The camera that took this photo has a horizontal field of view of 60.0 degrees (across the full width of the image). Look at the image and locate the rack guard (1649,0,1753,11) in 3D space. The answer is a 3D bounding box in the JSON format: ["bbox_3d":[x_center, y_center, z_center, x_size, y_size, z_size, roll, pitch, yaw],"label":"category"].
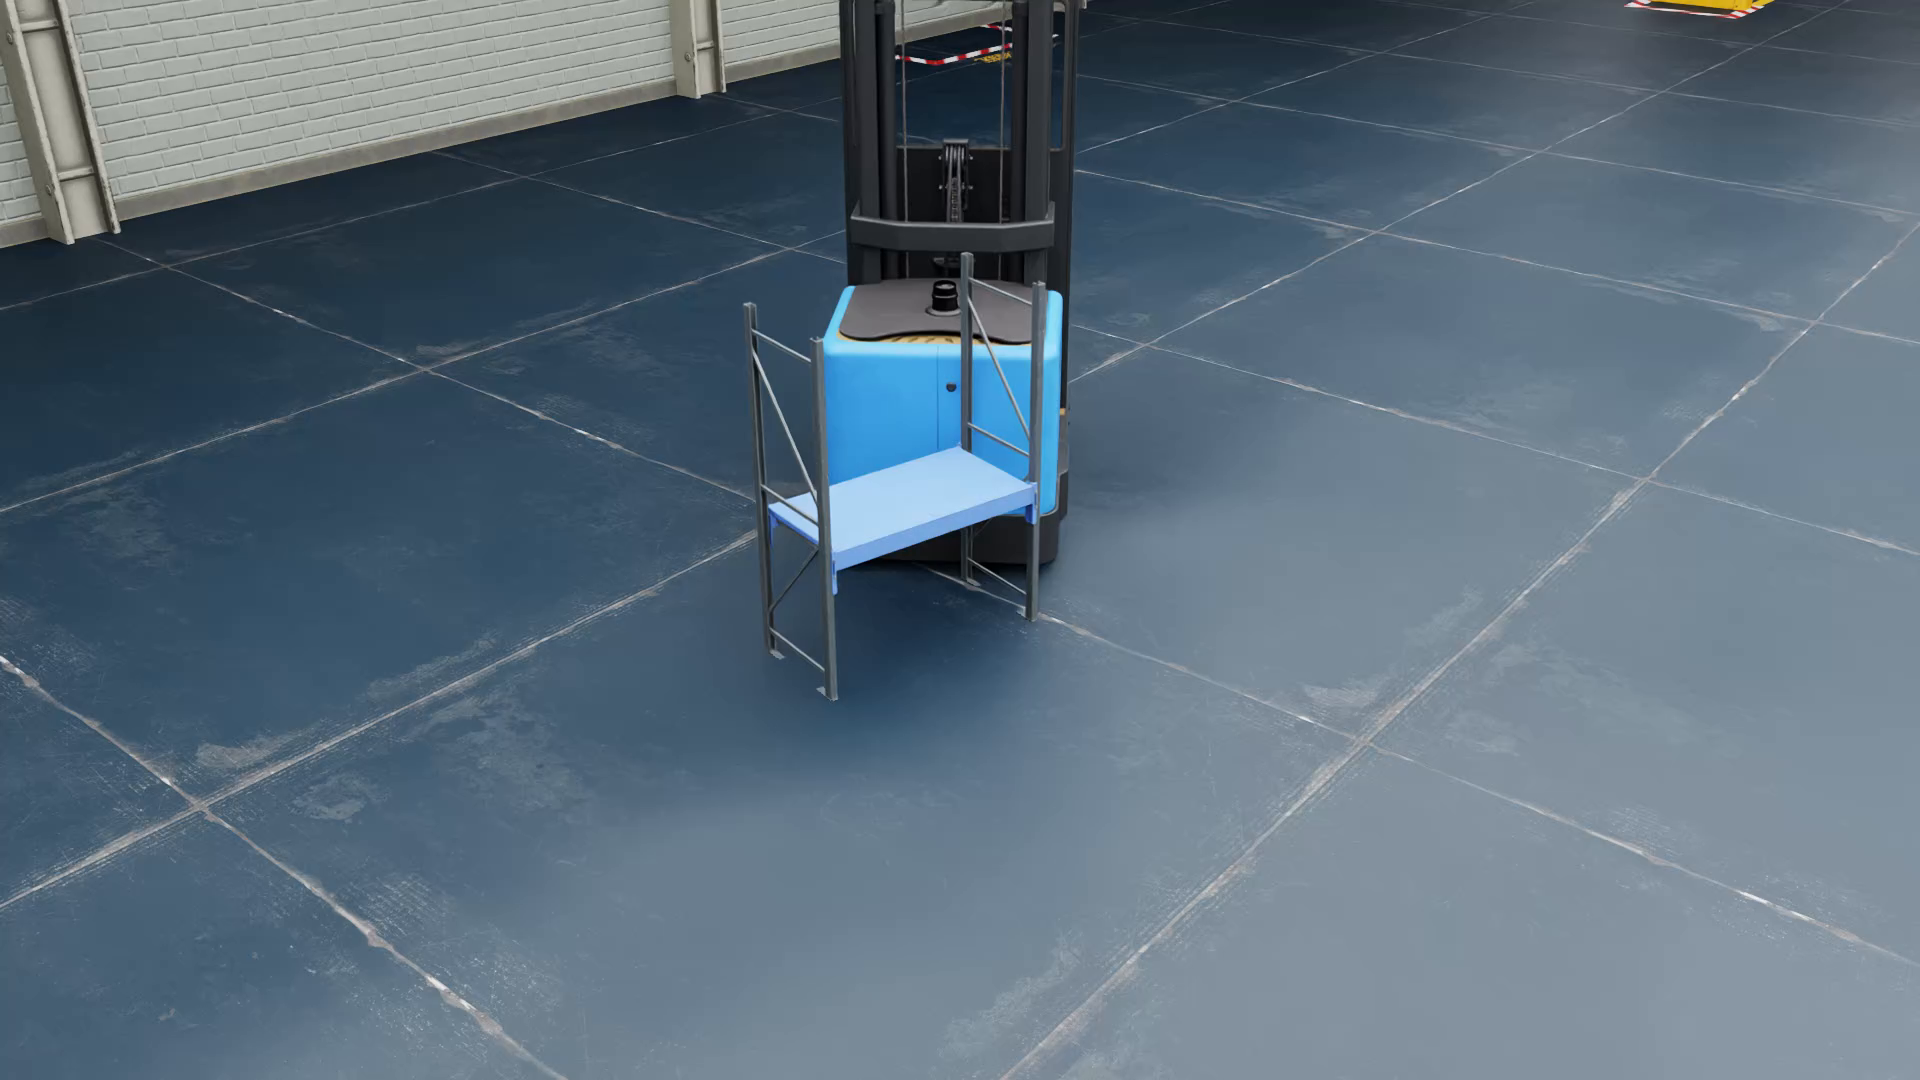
[{"bbox_3d":[9.150,-6.860,20.467,1.175,0.500,0.348,21,34,34],"label":"rack guard"}]

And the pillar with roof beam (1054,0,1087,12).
[{"bbox_3d":[4.623,-9.206,15.751,9.100,9.000,0.400,21,34,34],"label":"pillar with roof beam"}]

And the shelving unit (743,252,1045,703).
[{"bbox_3d":[-0.238,-0.265,6.631,1.048,1.500,0.538,-19,33,-33],"label":"shelving unit"}]

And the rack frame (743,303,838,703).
[{"bbox_3d":[-0.643,-0.124,6.357,0.032,1.500,0.500,-19,33,-33],"label":"rack frame"}]

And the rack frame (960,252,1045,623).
[{"bbox_3d":[0.166,-0.407,6.904,0.032,1.500,0.500,-19,33,-33],"label":"rack frame"}]

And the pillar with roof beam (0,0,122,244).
[{"bbox_3d":[-3.009,-4.951,7.527,9.100,9.000,0.400,21,34,34],"label":"pillar with roof beam"}]

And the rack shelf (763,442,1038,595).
[{"bbox_3d":[-0.238,-0.106,6.714,1.000,0.185,0.538,-19,33,-33],"label":"rack shelf"}]

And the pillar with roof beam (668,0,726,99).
[{"bbox_3d":[0.807,-7.078,11.639,9.100,9.000,0.400,21,34,34],"label":"pillar with roof beam"}]

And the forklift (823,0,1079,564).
[{"bbox_3d":[0.014,-1.837,8.111,1.130,2.935,3.031,2,27,4],"label":"forklift"}]
